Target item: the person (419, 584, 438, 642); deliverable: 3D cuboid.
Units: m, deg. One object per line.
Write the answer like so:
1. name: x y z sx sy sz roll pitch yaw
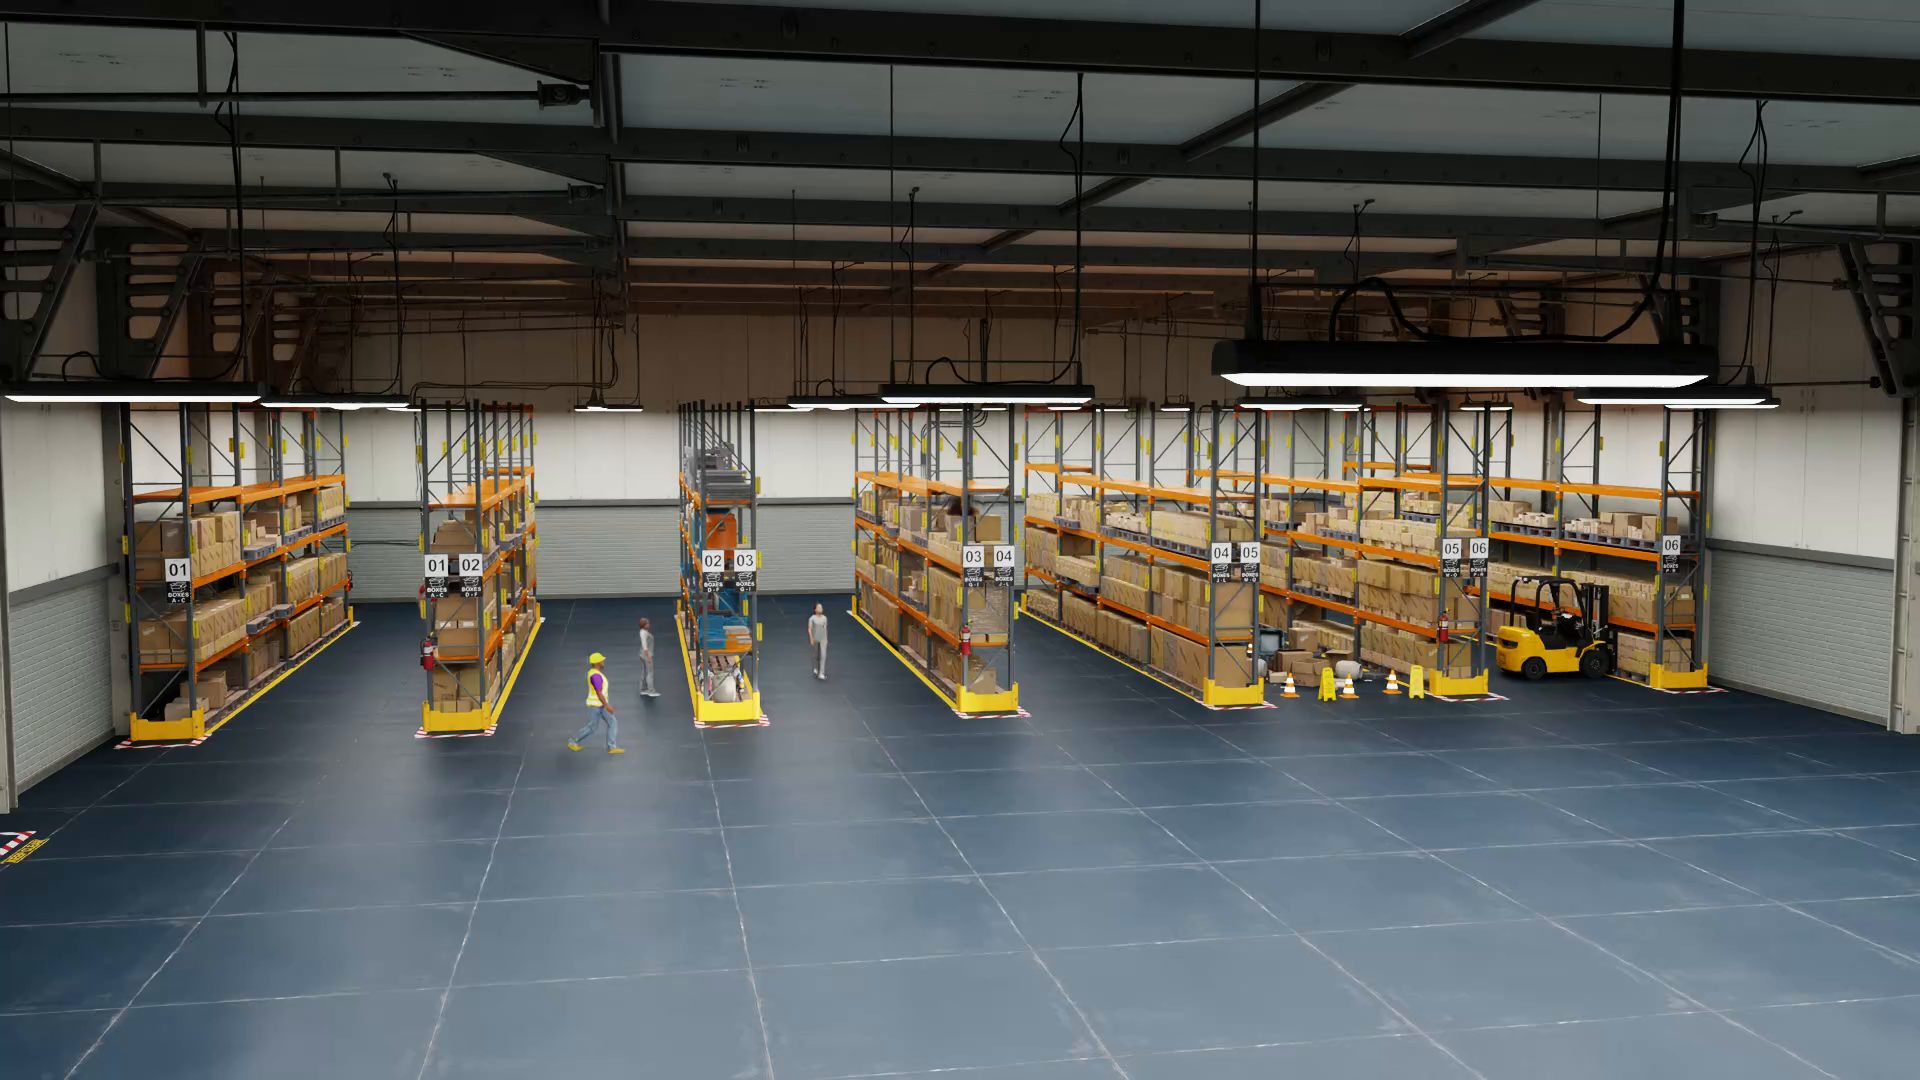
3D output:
1. person: -13.414 1.716 42.268 0.653 1.740 0.936 -1 4 -10

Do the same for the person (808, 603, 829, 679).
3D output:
1. person: -3.082 2.182 36.170 0.437 1.611 1.037 0 4 0

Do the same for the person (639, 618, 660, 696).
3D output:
1. person: -6.307 2.426 33.764 0.401 1.483 0.481 -1 5 -18

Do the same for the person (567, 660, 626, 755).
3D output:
1. person: -6.121 2.777 27.934 0.982 1.684 0.524 1 4 11
